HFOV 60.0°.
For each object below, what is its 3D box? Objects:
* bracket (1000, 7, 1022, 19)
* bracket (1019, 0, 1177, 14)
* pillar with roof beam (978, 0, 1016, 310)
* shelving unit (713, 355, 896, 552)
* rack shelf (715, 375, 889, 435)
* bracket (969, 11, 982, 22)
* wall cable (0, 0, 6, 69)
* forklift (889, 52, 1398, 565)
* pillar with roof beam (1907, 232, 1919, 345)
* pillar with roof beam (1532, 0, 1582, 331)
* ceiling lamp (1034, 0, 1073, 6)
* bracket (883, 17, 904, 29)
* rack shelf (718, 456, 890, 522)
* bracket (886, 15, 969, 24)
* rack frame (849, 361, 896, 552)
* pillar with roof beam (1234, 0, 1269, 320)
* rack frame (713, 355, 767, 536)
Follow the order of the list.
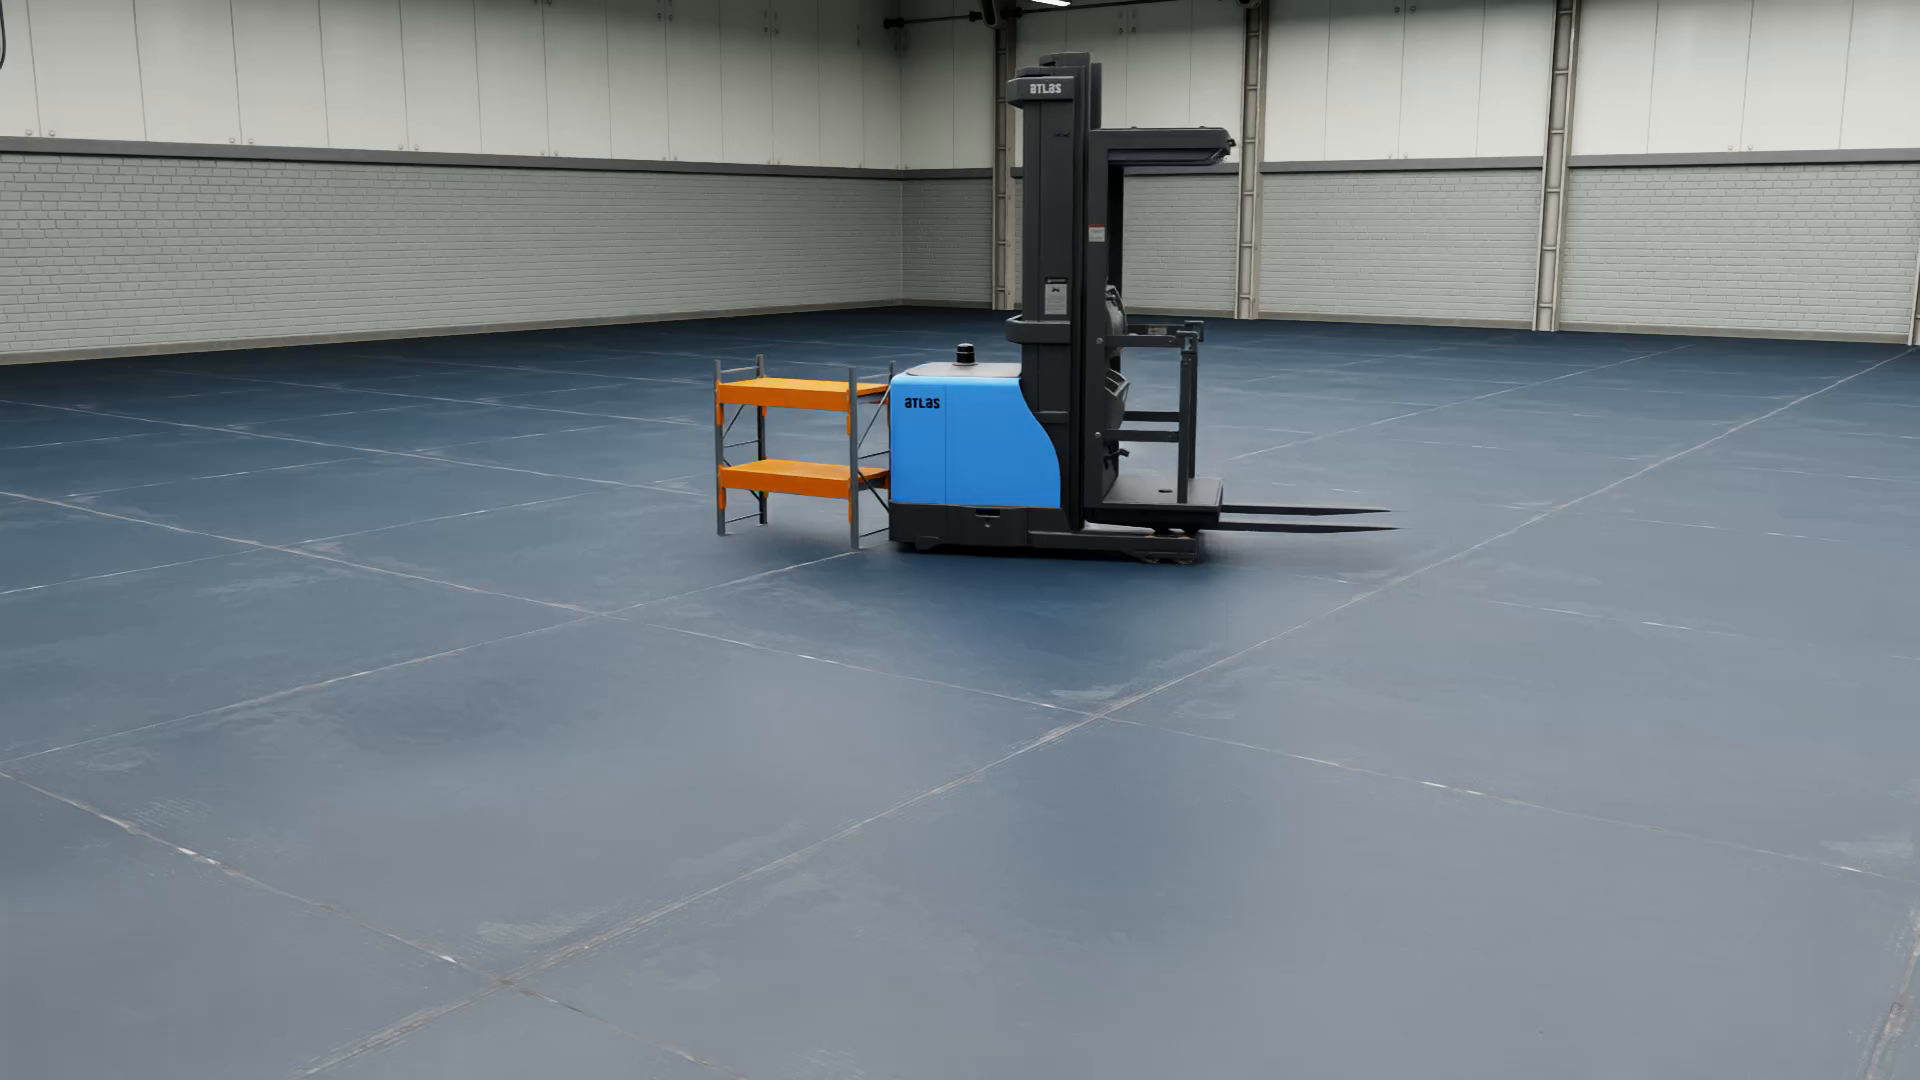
[{"bbox_3d":[1.095,-11.243,35.475,0.430,0.232,0.235,8,13,36],"label":"bracket"},{"bbox_3d":[3.171,-10.953,33.977,4.783,0.066,0.076,8,13,36],"label":"bracket"},{"bbox_3d":[-1.578,-8.917,32.932,0.548,9.000,9.100,8,13,36],"label":"pillar with roof beam"},{"bbox_3d":[-0.977,-0.571,10.522,1.048,1.125,0.538,6,13,29],"label":"shelving unit"},{"bbox_3d":[-0.977,-0.859,10.466,1.000,0.278,0.538,6,13,29],"label":"rack shelf"},{"bbox_3d":[0.426,-11.336,35.957,0.430,0.232,0.235,8,13,36],"label":"bracket"},{"bbox_3d":[-13.635,-8.409,21.350,0.169,6.003,2.305,8,13,36],"label":"wall cable"},{"bbox_3d":[1.132,-1.404,10.070,3.031,2.935,1.130,2,11,10],"label":"forklift"},{"bbox_3d":[12.930,-6.894,22.471,0.400,9.000,9.100,8,13,36],"label":"pillar with roof beam"},{"bbox_3d":[8.094,-7.568,25.958,0.400,9.000,9.100,8,13,36],"label":"pillar with roof beam"},{"bbox_3d":[1.148,-11.248,29.613,0.800,3.185,2.000,8,13,36],"label":"ceiling lamp"},{"bbox_3d":[-1.485,-11.602,37.334,0.430,0.232,0.235,8,13,36],"label":"bracket"},{"bbox_3d":[-0.977,-0.331,10.568,1.000,0.278,0.538,6,13,29],"label":"rack shelf"},{"bbox_3d":[-1.009,-11.536,36.991,3.189,0.066,0.076,8,13,36],"label":"bracket"},{"bbox_3d":[-0.533,-0.524,10.278,0.032,1.125,0.500,6,13,29],"label":"rack frame"},{"bbox_3d":[3.258,-8.243,29.445,0.548,9.000,9.100,8,13,36],"label":"pillar with roof beam"},{"bbox_3d":[-1.420,-0.619,10.766,0.032,1.125,0.500,6,13,29],"label":"rack frame"}]
